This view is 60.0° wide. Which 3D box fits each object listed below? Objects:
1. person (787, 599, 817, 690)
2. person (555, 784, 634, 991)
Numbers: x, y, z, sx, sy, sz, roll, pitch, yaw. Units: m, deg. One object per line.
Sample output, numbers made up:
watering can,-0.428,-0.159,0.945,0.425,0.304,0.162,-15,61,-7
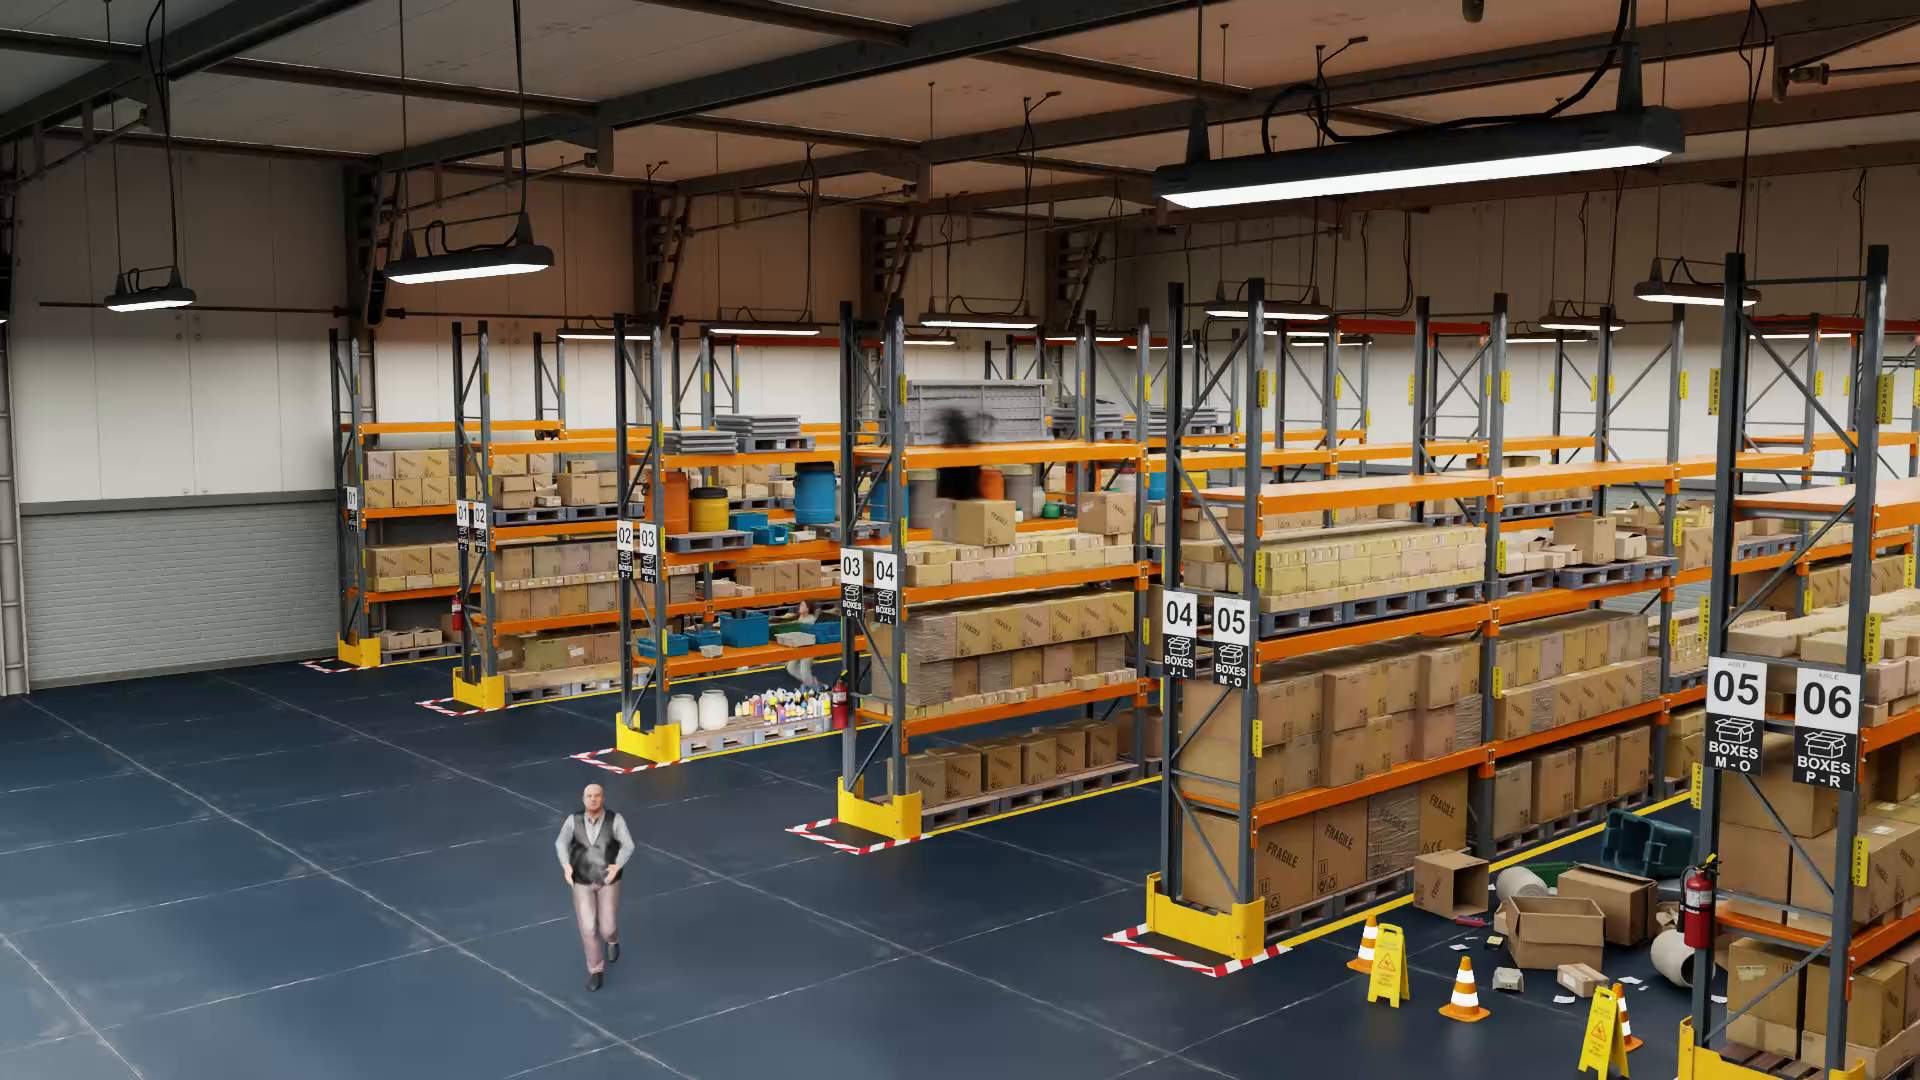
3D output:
person,-2.459,1.748,26.330,0.527,1.638,0.609,-4,7,-36
person,-3.126,2.921,14.241,0.670,1.704,0.687,-1,6,-7
